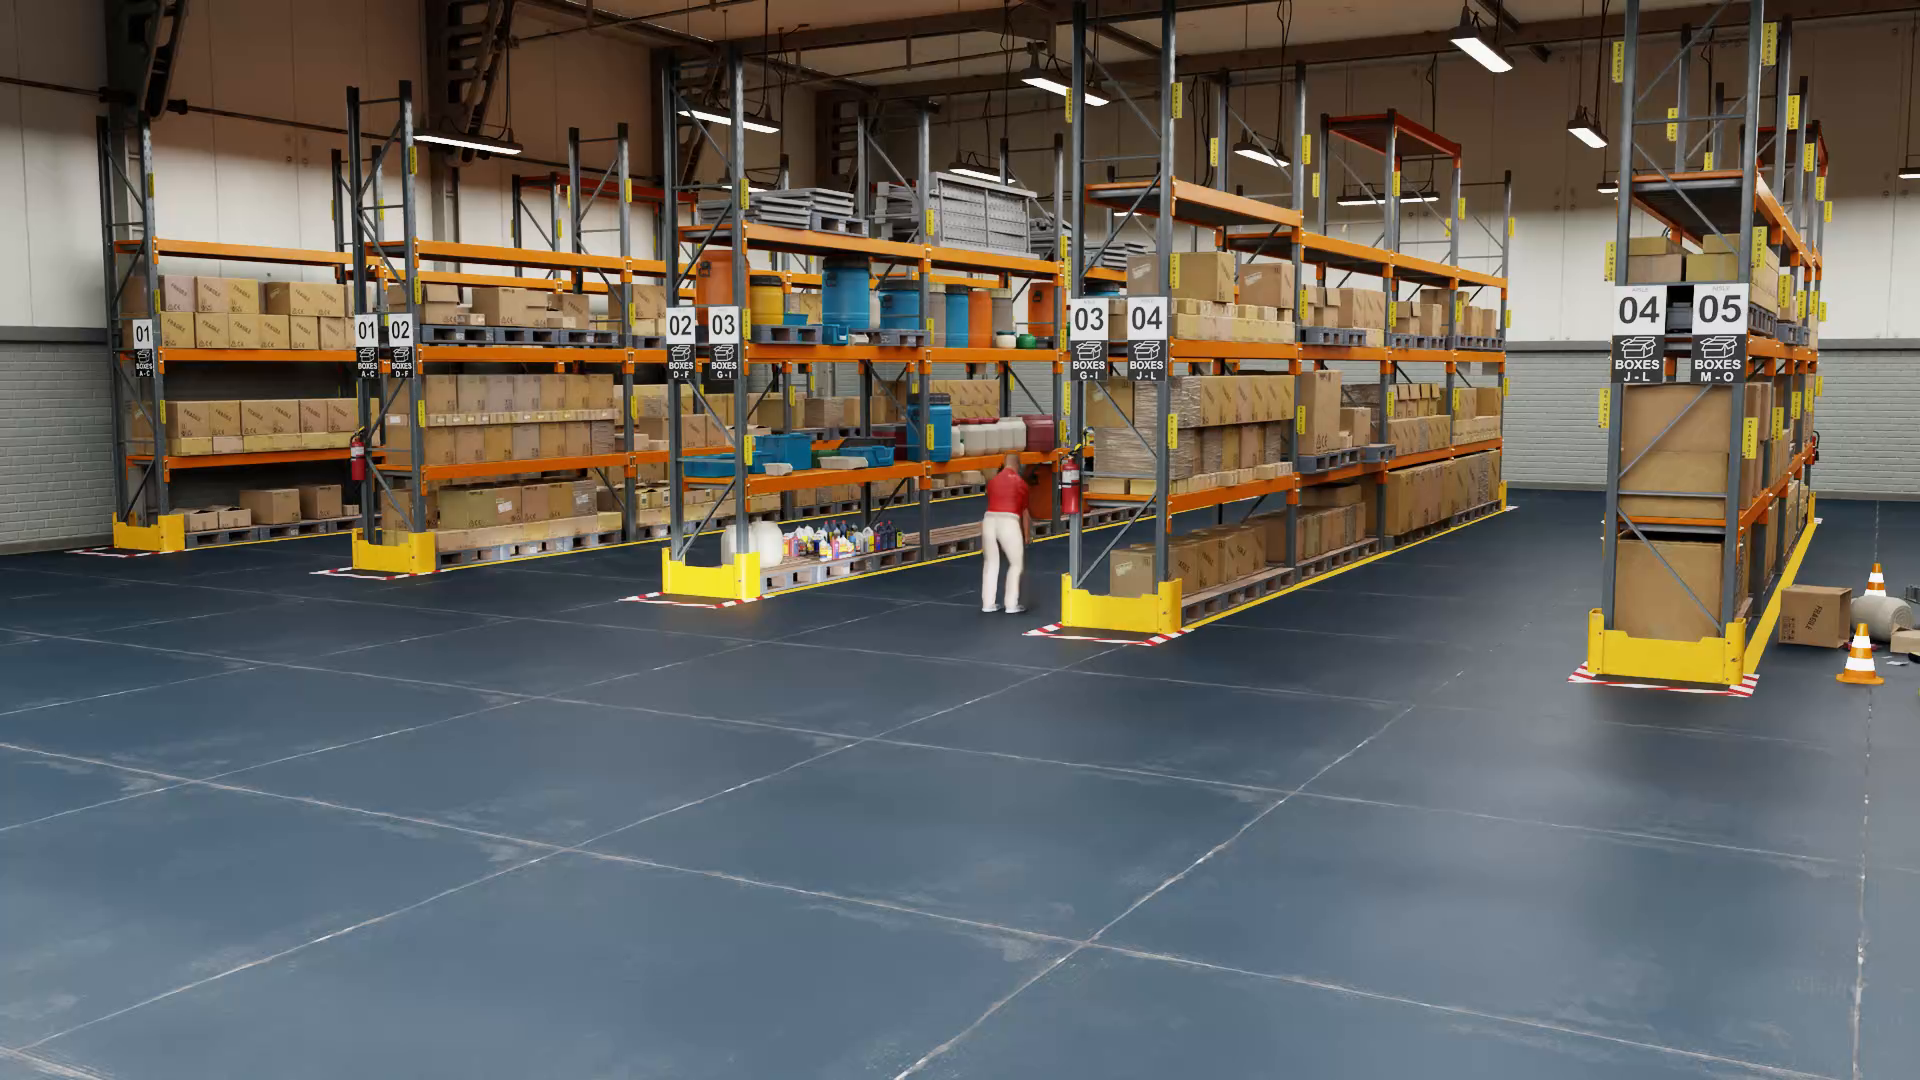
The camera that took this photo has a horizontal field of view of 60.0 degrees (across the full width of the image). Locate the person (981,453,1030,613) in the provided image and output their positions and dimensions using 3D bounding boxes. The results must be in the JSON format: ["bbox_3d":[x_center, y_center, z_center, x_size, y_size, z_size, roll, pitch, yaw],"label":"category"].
[{"bbox_3d":[0.476,-0.078,17.360,0.469,1.656,0.569,3,7,28],"label":"person"}]
